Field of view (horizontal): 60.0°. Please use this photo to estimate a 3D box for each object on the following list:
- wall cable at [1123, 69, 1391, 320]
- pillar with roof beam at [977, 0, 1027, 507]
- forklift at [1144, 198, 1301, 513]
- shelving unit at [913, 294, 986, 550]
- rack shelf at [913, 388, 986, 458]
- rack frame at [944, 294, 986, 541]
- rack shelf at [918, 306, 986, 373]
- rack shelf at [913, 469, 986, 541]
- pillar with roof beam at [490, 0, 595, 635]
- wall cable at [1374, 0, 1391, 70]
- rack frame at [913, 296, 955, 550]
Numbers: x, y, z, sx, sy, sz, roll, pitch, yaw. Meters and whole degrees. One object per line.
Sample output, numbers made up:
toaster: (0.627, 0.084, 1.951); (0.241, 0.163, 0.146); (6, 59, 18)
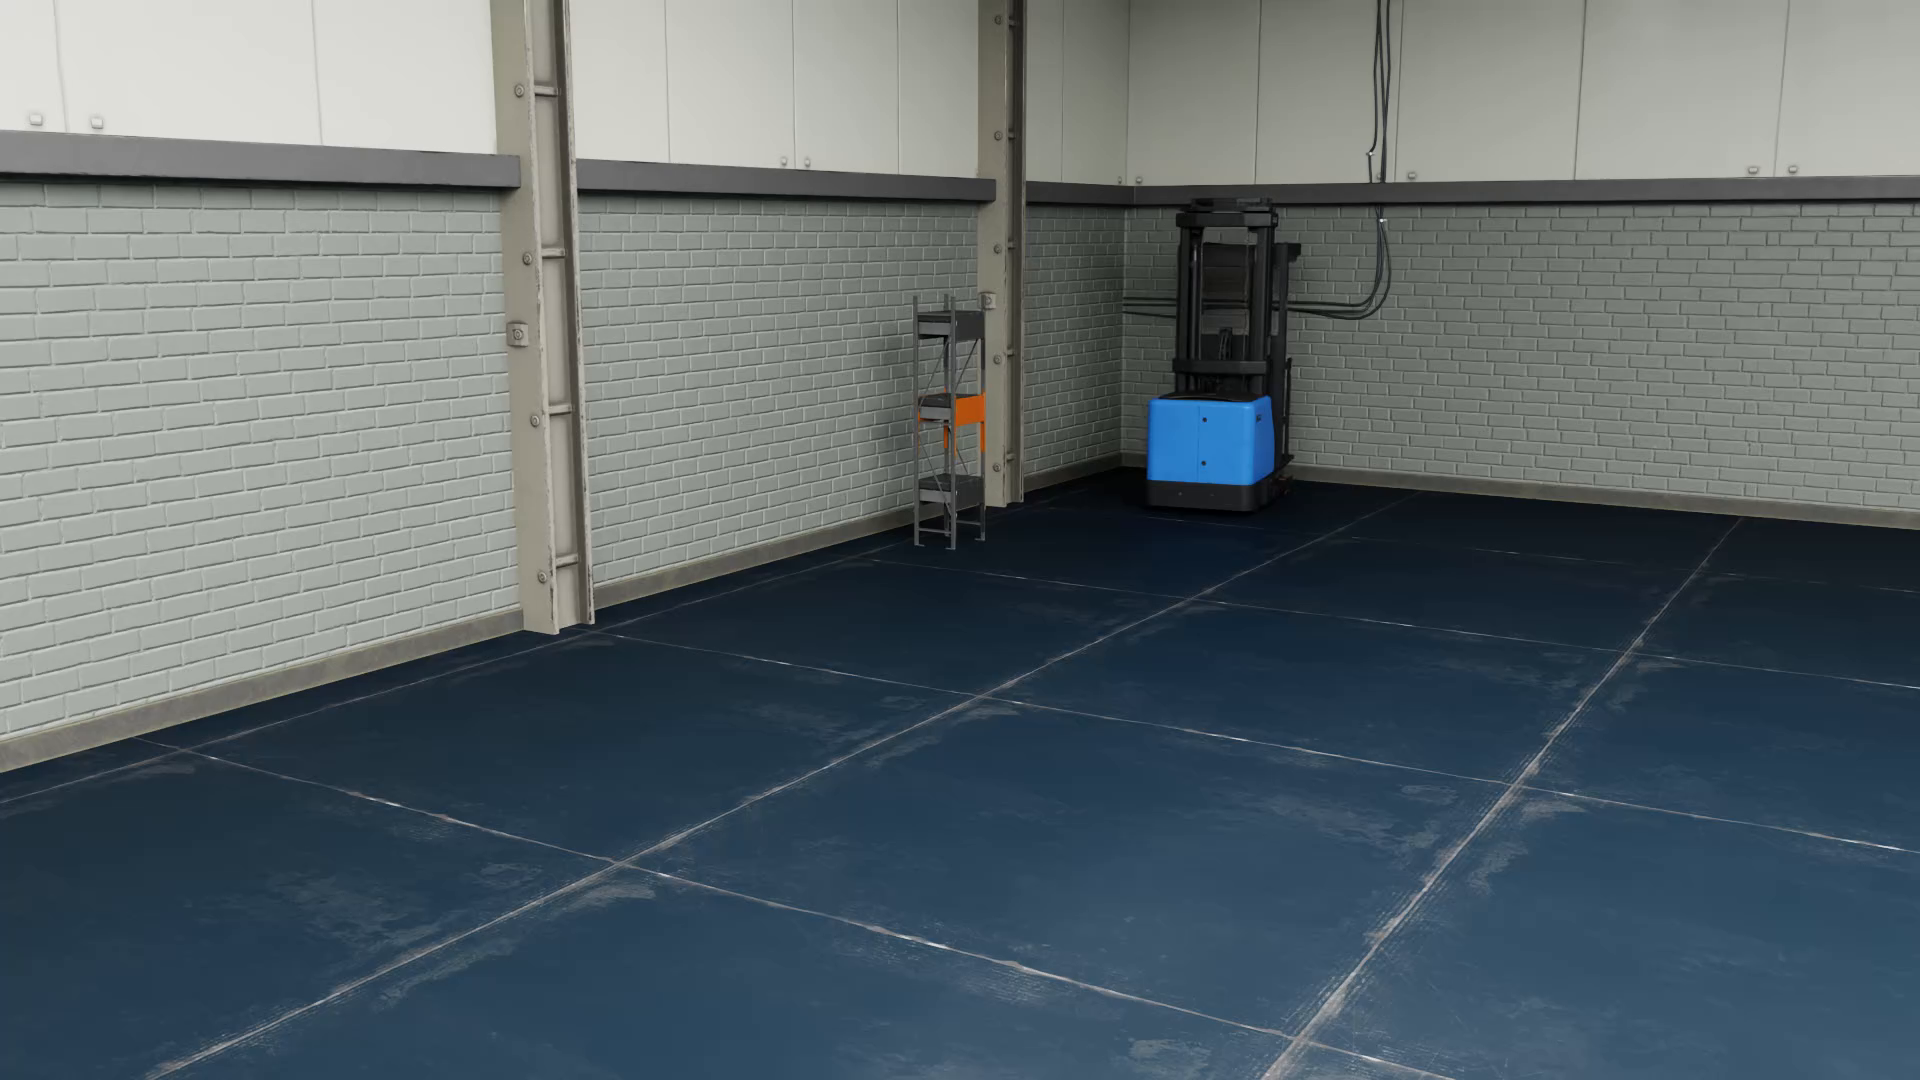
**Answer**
wall cable: (3.054, -3.596, 17.558); (3.097, 2.526, 0.112); (6, 12, 31)
pillar with roof beam: (4.074, -4.374, 13.276); (9.100, 9.000, 0.400); (6, 12, 31)
forklift: (2.766, -1.925, 16.688); (1.130, 2.935, 3.031); (4, 11, 21)
shelving unit: (-0.086, -1.006, 14.036); (0.431, 2.100, 0.503); (6, 12, 31)
rack shelf: (-0.086, -0.993, 14.039); (0.431, 0.518, 0.480); (6, 12, 31)
rack frame: (0.041, -1.044, 14.241); (0.400, 2.100, 0.015); (6, 12, 31)
rack shelf: (-0.086, -1.681, 13.910); (0.431, 0.518, 0.480); (6, 12, 31)
rack shelf: (-0.086, -0.305, 14.168); (0.431, 0.518, 0.480); (6, 12, 31)
pillar with roof beam: (0.959, -3.430, 8.235); (9.100, 9.000, 0.400); (6, 12, 31)
wall cable: (5.367, -5.820, 15.713); (3.097, 2.526, 0.112); (6, 12, 31)
rack frame: (-0.213, -0.968, 13.831); (0.400, 2.100, 0.015); (6, 12, 31)
